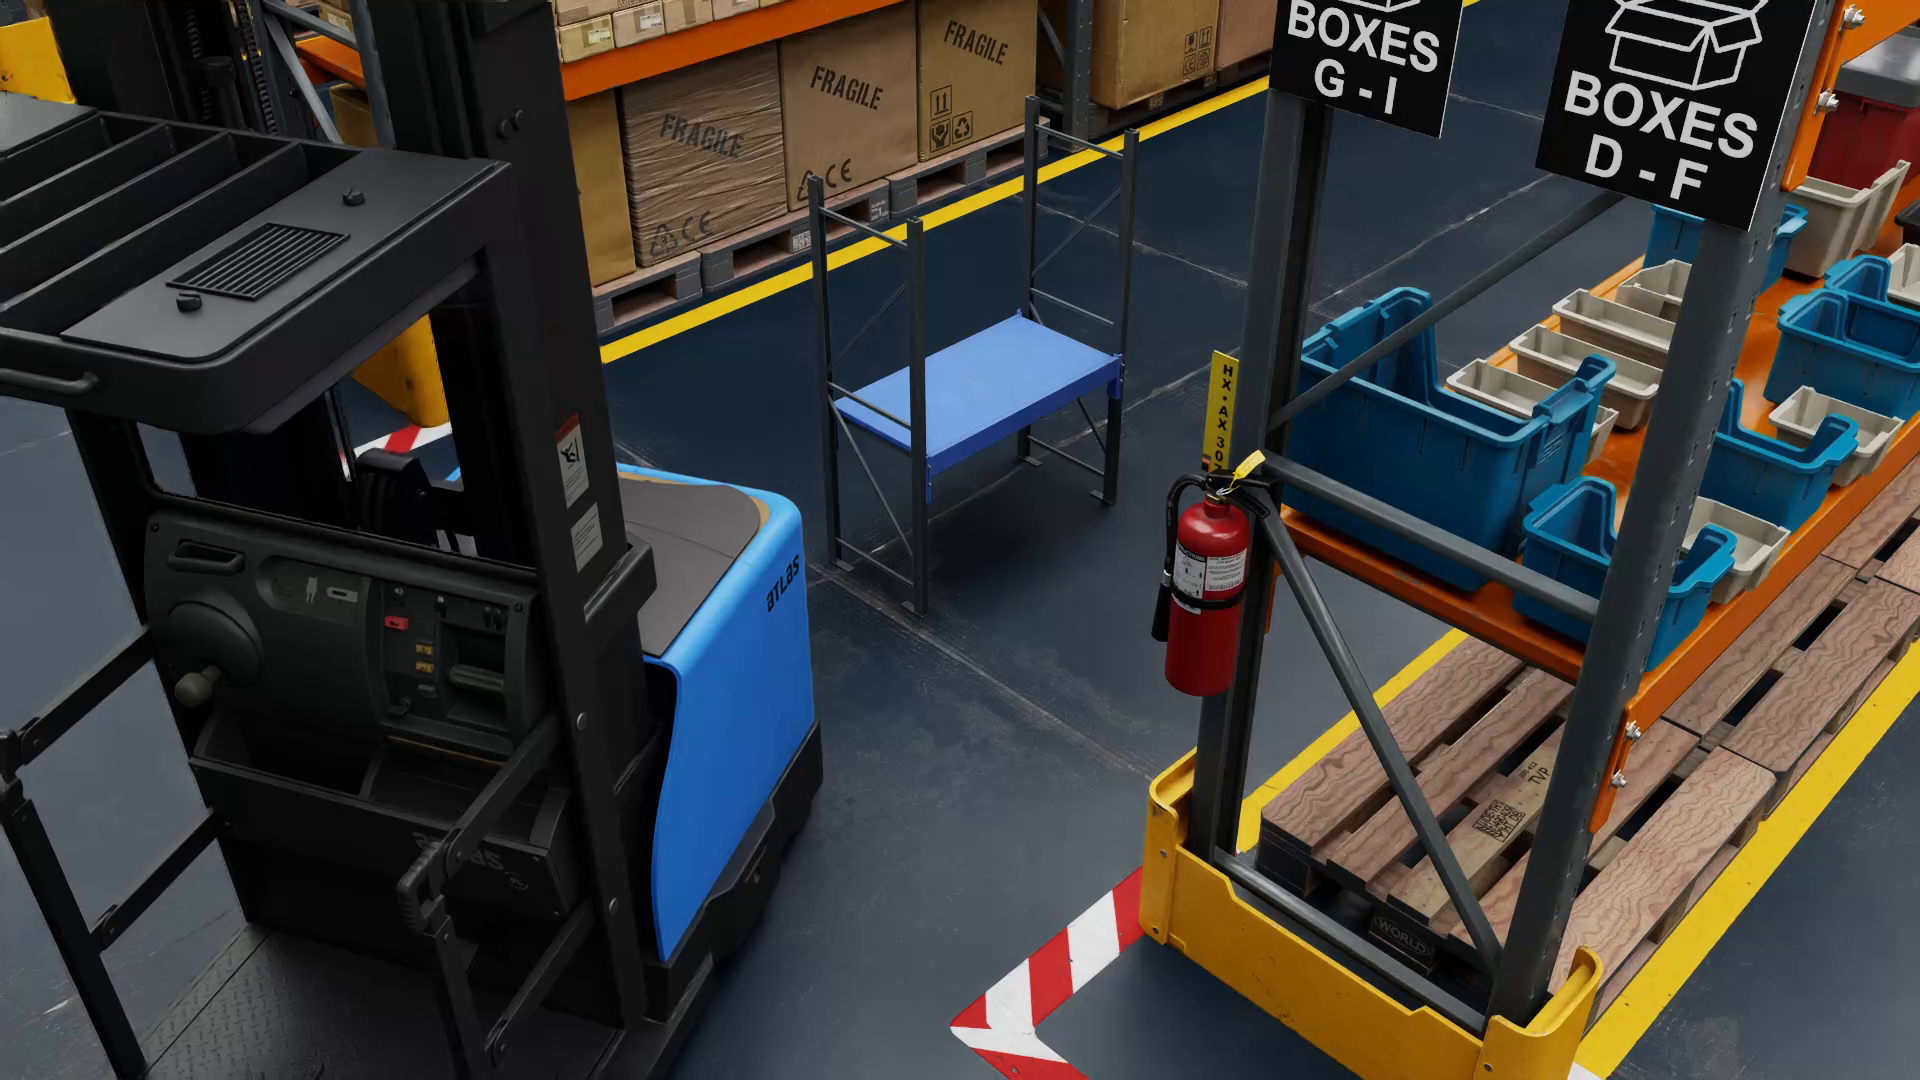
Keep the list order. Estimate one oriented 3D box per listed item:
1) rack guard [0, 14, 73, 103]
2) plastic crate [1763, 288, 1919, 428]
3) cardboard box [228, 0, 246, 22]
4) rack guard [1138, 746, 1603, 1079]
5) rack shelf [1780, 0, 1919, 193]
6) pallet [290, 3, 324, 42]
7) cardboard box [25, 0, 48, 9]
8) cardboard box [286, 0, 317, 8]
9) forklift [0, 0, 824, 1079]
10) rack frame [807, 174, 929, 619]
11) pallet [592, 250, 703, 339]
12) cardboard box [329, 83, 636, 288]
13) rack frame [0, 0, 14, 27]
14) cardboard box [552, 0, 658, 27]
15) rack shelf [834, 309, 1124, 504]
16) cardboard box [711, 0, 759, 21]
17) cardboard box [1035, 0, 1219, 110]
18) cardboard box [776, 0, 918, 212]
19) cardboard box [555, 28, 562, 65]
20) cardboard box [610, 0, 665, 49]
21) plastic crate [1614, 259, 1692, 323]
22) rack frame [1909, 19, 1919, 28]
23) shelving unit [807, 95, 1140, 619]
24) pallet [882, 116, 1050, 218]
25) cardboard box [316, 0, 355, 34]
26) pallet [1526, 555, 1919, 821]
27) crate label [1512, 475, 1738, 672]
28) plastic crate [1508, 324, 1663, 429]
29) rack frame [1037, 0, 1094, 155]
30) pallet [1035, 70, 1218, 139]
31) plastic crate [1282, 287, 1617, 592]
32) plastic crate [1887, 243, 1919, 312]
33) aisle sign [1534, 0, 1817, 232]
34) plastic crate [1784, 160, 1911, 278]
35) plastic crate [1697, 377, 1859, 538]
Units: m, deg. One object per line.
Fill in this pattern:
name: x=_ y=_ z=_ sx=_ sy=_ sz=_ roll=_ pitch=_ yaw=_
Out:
rack guard: x=-5.890 y=-3.043 z=10.176 sx=1.175 sy=0.500 sz=0.348 roll=30 pitch=45 yaw=35
plastic crate: x=2.356 y=-0.459 z=4.380 sx=0.416 sy=0.233 sz=0.300 roll=30 pitch=45 yaw=35
cardboard box: x=-4.792 y=-3.427 z=10.666 sx=0.250 sy=0.149 sz=0.380 roll=-29 pitch=44 yaw=-35
rack guard: x=1.013 y=1.039 z=4.323 sx=1.175 sy=0.500 sz=0.348 roll=30 pitch=45 yaw=35
rack shelf: x=2.429 y=-1.748 z=4.142 sx=1.077 sy=0.370 sz=4.000 roll=30 pitch=45 yaw=35
pallet: x=-4.433 y=-3.733 z=11.418 sx=1.003 sy=0.211 sz=1.213 roll=30 pitch=45 yaw=35
cardboard box: x=-5.774 y=-3.492 z=10.500 sx=0.380 sy=0.149 sz=0.250 roll=28 pitch=44 yaw=34
cardboard box: x=-4.443 y=-3.635 z=10.964 sx=0.380 sy=0.149 sz=0.250 roll=27 pitch=43 yaw=33
forklift: x=-1.370 y=0.269 z=3.302 sx=1.130 sy=2.935 sz=3.031 roll=11 pitch=36 yaw=15
rack frame: x=-0.298 y=-0.443 z=5.575 sx=0.500 sy=1.500 sz=0.032 roll=30 pitch=45 yaw=35
pallet: x=-1.987 y=-1.210 z=7.800 sx=1.003 sy=0.211 sz=1.213 roll=30 pitch=45 yaw=35
cardboard box: x=-2.100 y=-1.590 z=7.398 sx=0.875 sy=0.875 sz=0.875 roll=30 pitch=45 yaw=35
rack frame: x=-5.943 y=-4.038 z=9.417 sx=1.000 sy=3.000 sz=0.127 roll=30 pitch=45 yaw=35
cardboard box: x=-1.603 y=-2.358 z=6.880 sx=0.500 sy=0.250 sz=0.500 roll=29 pitch=44 yaw=35
rack shelf: x=0.060 y=-0.502 z=5.974 sx=0.538 sy=0.185 sz=1.000 roll=30 pitch=45 yaw=35
cardboard box: x=-1.106 y=-2.428 z=7.330 sx=0.380 sy=0.149 sz=0.250 roll=29 pitch=44 yaw=35
cardboard box: x=0.760 y=-3.190 z=9.692 sx=1.225 sy=0.875 sz=0.875 roll=30 pitch=45 yaw=35
cardboard box: x=-0.832 y=-2.321 z=8.446 sx=0.875 sy=0.875 sz=0.875 roll=30 pitch=45 yaw=35
cardboard box: x=-1.830 y=-2.010 z=6.730 sx=0.380 sy=0.149 sz=0.250 roll=29 pitch=44 yaw=35
cardboard box: x=-1.467 y=-2.221 z=7.032 sx=0.380 sy=0.149 sz=0.250 roll=29 pitch=44 yaw=35
plastic crate: x=2.055 y=-0.684 z=4.787 sx=0.298 sy=0.136 sz=0.250 roll=30 pitch=45 yaw=35
rack frame: x=3.839 y=-1.625 z=5.958 sx=1.000 sy=3.000 sz=0.127 roll=30 pitch=45 yaw=35
shelving unit: x=0.060 y=-0.650 z=5.871 sx=0.538 sy=1.500 sz=1.048 roll=30 pitch=45 yaw=35
pallet: x=-0.268 y=-2.200 z=9.221 sx=1.003 sy=0.211 sz=1.213 roll=30 pitch=45 yaw=35
cardboard box: x=-2.477 y=-2.172 z=6.961 sx=0.250 sy=0.149 sz=0.380 roll=-29 pitch=44 yaw=-35
pallet: x=2.488 y=0.330 z=5.592 sx=1.003 sy=0.211 sz=1.213 roll=30 pitch=45 yaw=35
crate label: x=1.428 y=0.075 z=3.614 sx=0.416 sy=0.233 sz=0.303 roll=30 pitch=45 yaw=35
plastic crate: x=1.681 y=-0.434 z=4.428 sx=0.396 sy=0.136 sz=0.243 roll=30 pitch=45 yaw=35
rack frame: x=0.324 y=-3.621 z=8.820 sx=1.000 sy=3.000 sz=0.127 roll=30 pitch=45 yaw=35
pallet: x=0.814 y=-2.821 z=10.111 sx=1.003 sy=0.211 sz=1.213 roll=30 pitch=45 yaw=35
plastic crate: x=1.124 y=-0.252 z=3.905 sx=0.616 sy=0.435 sz=0.499 roll=30 pitch=45 yaw=35
plastic crate: x=2.825 y=-0.713 z=4.829 sx=0.293 sy=0.136 sz=0.466 roll=30 pitch=45 yaw=35
aisle sign: x=1.180 y=-0.919 z=2.672 sx=0.394 sy=0.787 sz=0.004 roll=30 pitch=45 yaw=35
plastic crate: x=2.632 y=-1.055 z=5.192 sx=0.437 sy=0.282 sz=0.530 roll=30 pitch=45 yaw=35
plastic crate: x=1.892 y=-0.192 z=3.997 sx=0.416 sy=0.233 sz=0.300 roll=30 pitch=45 yaw=35
